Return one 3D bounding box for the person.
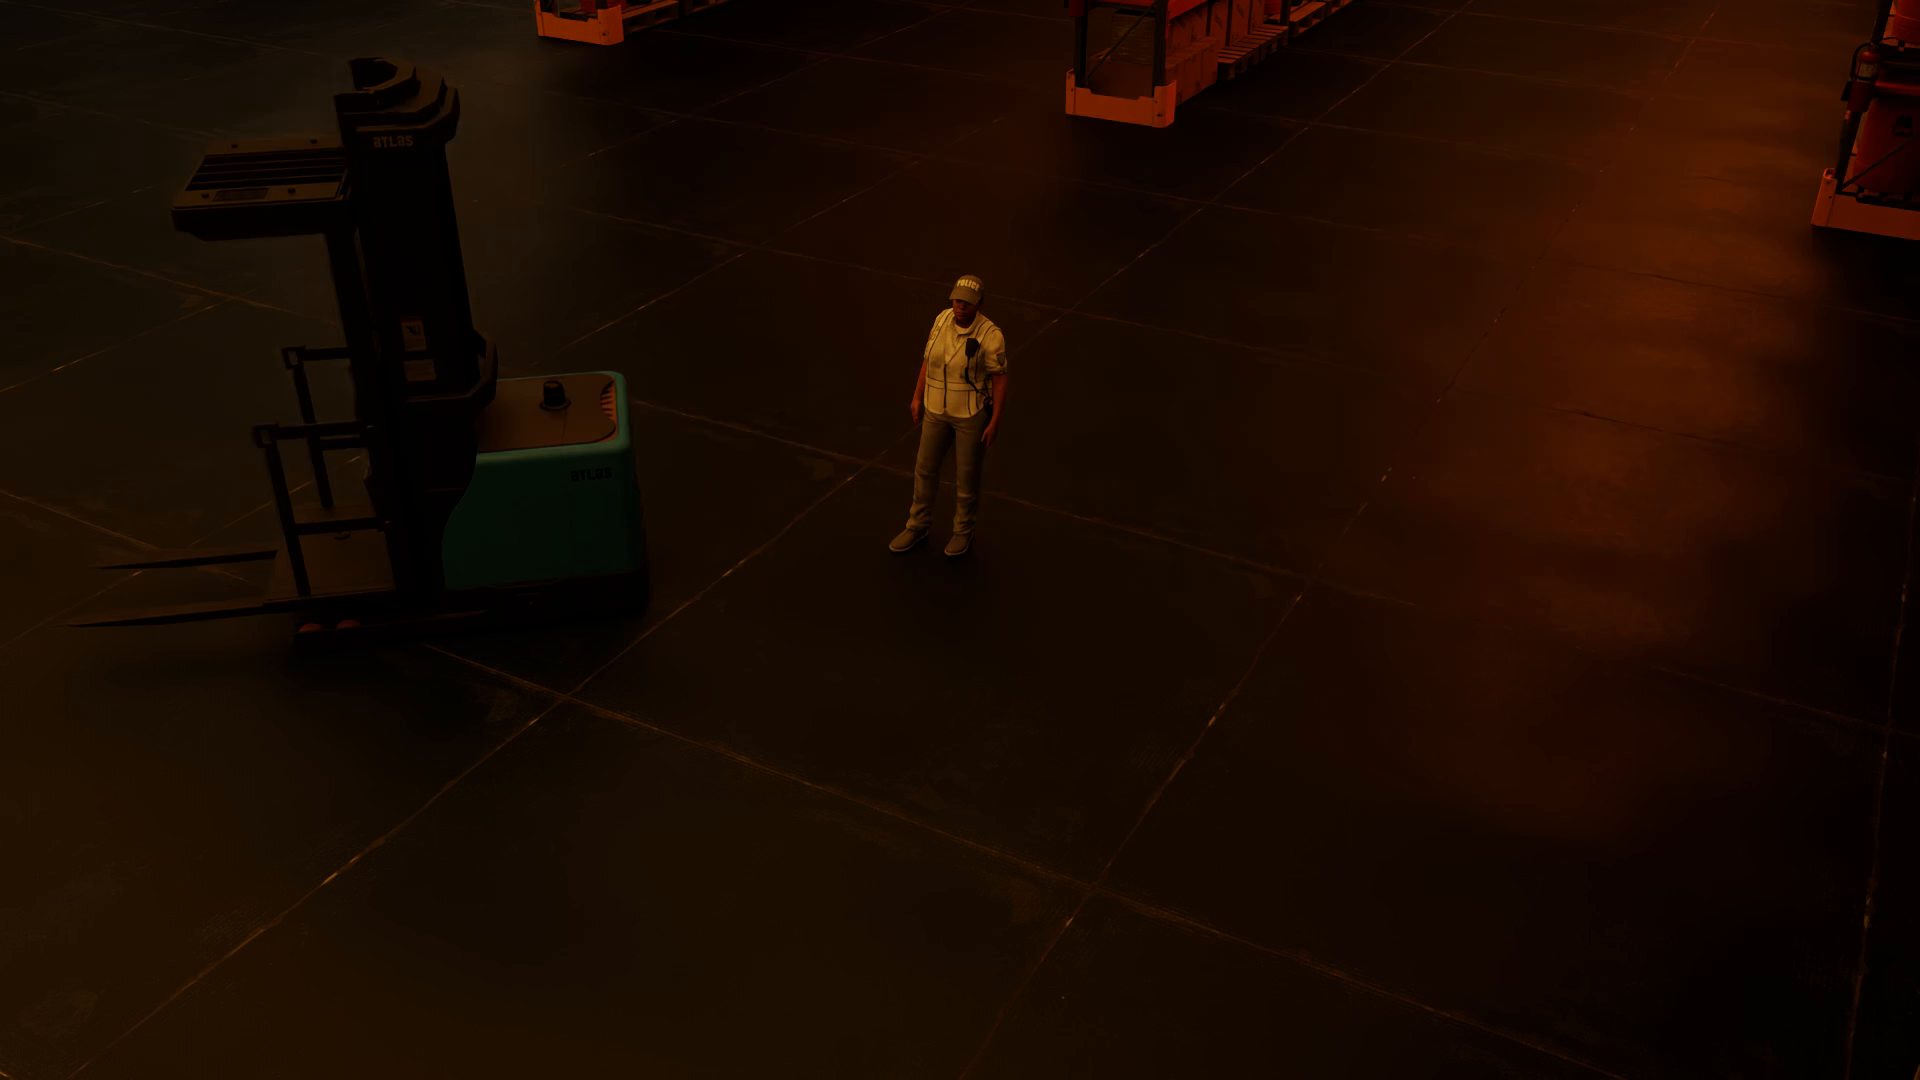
[{"bbox_3d":[-0.057,-0.700,9.534,0.598,1.670,0.529,15,33,25],"label":"person"}]

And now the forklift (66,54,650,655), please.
[{"bbox_3d":[-3.302,-0.942,8.702,3.031,2.935,1.130,-6,30,-10],"label":"forklift"}]
